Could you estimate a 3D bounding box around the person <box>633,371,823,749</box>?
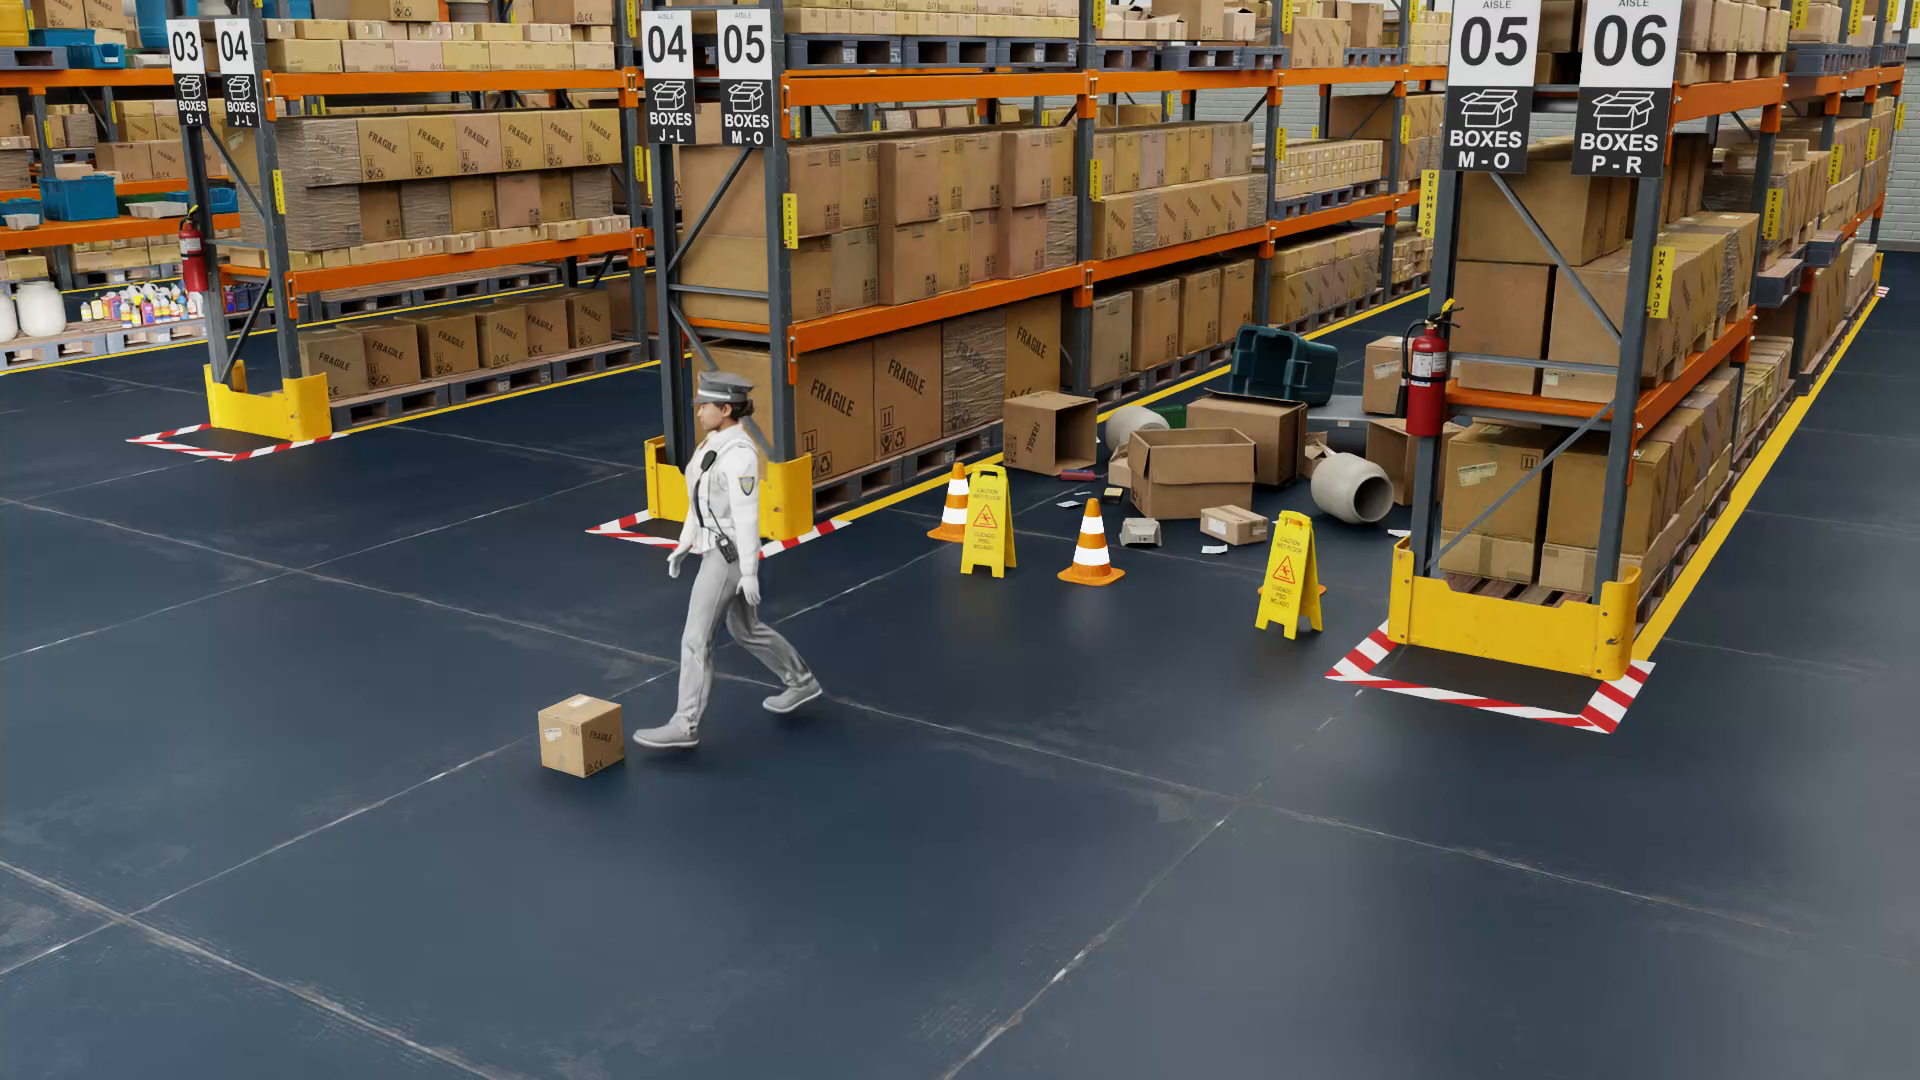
[{"bbox_3d":[-1.040,0.066,7.289,0.893,1.640,0.511,-5,17,-17],"label":"person"}]
